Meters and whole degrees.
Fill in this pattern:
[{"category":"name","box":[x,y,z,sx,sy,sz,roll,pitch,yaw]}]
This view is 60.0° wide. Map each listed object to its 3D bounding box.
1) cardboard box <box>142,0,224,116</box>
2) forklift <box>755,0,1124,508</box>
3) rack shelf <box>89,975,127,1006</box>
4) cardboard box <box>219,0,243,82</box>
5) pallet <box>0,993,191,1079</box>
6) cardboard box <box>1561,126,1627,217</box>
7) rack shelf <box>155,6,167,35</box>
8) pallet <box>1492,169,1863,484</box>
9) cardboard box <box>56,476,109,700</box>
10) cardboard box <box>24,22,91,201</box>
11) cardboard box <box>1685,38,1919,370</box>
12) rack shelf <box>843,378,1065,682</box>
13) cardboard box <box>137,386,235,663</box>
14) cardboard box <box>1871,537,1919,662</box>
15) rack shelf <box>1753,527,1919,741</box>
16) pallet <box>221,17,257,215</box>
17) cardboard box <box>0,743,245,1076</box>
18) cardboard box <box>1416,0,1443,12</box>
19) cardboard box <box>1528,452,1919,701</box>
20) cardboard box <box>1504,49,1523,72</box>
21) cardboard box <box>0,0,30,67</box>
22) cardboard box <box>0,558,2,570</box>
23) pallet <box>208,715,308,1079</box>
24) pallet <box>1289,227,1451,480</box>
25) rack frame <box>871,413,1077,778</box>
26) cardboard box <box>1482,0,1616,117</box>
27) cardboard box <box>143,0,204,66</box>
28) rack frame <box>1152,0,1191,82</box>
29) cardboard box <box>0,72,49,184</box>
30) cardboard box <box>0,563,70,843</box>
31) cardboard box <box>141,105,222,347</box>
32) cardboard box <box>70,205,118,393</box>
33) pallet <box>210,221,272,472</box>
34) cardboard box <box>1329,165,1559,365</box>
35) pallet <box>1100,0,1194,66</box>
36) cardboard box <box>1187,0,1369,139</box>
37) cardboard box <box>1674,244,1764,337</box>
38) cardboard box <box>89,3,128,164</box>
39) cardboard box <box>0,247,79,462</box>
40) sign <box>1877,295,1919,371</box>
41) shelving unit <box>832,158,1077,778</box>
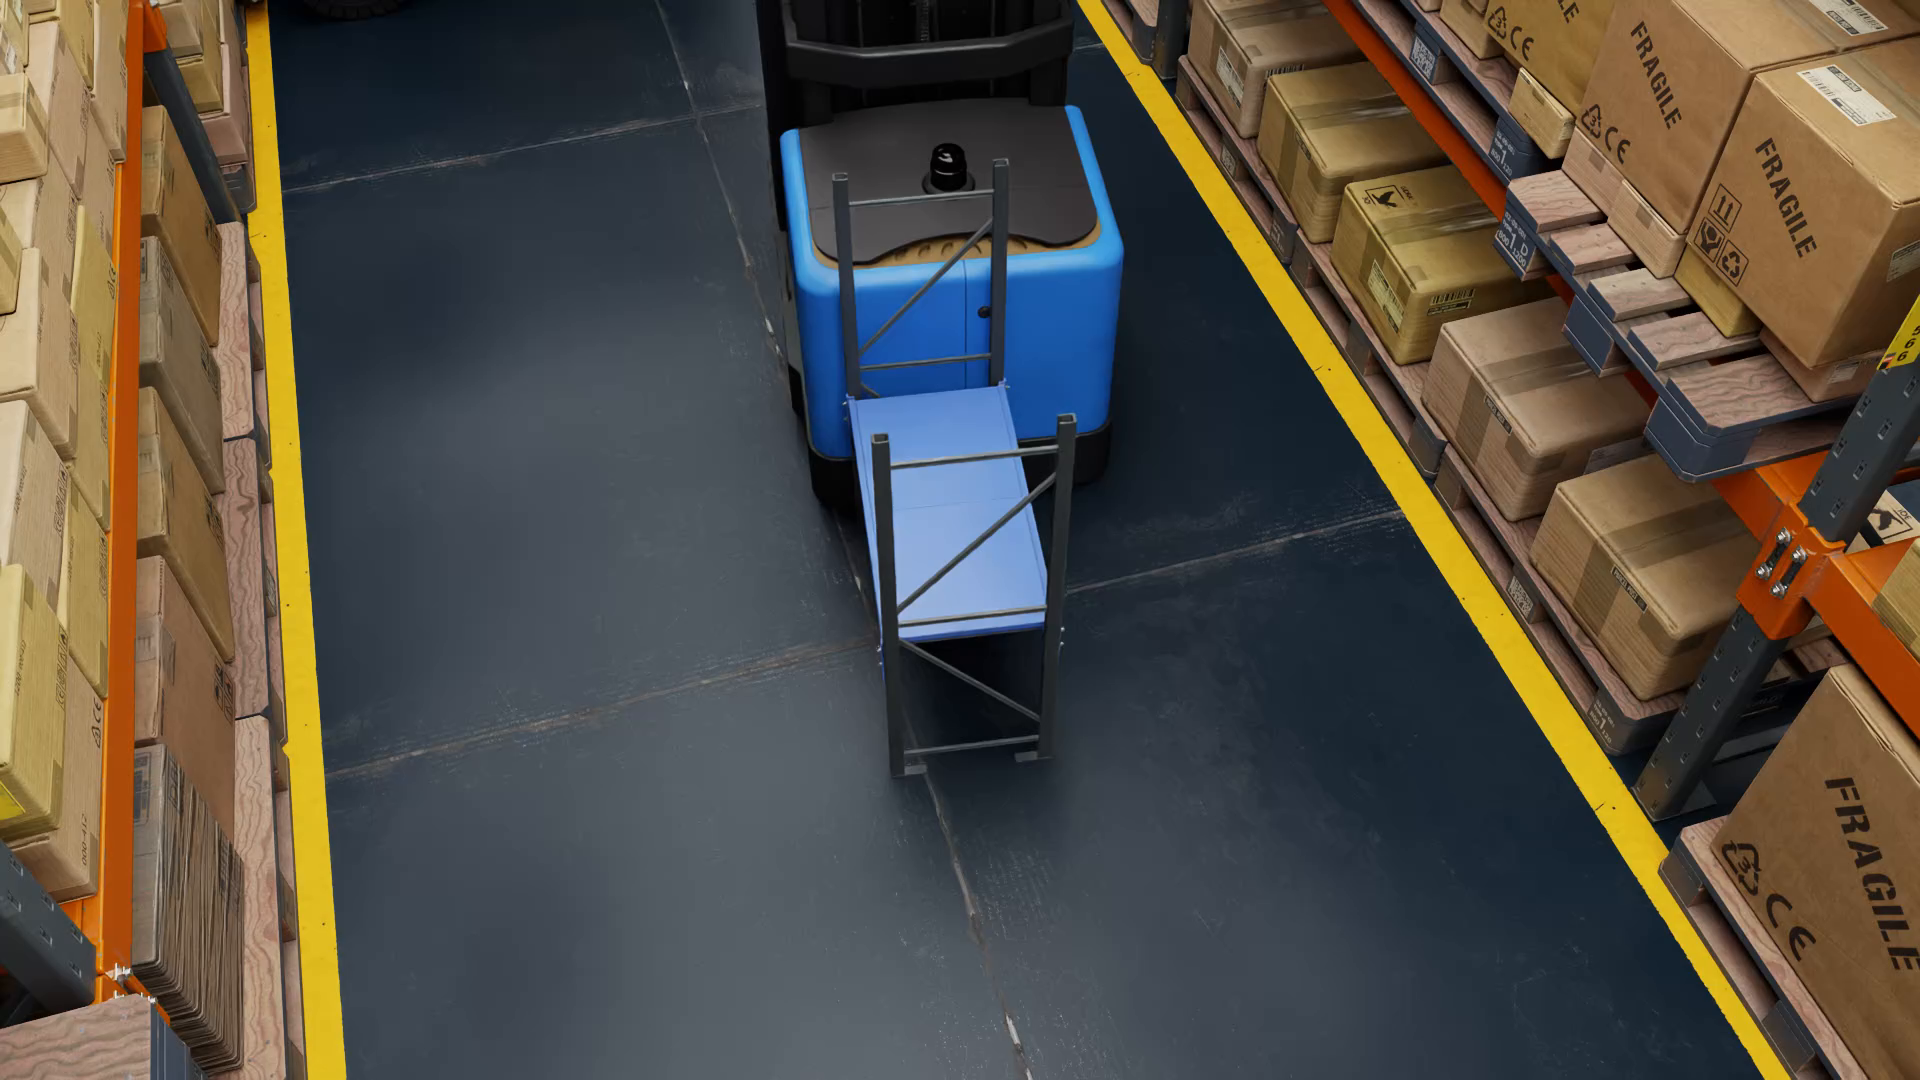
[{"category":"cardboard box","box":[-3.221,-1.896,6.583,0.500,0.250,0.500,-14,51,-11]},{"category":"forklift","box":[-0.194,-2.202,5.689,1.130,2.935,3.031,-6,50,-5]},{"category":"rack shelf","box":[-1.598,2.551,2.108,1.077,0.370,4.000,-13,51,-11]},{"category":"cardboard box","box":[-3.364,-2.107,7.088,0.500,0.250,0.500,-14,51,-12]},{"category":"pallet","box":[-1.922,1.400,2.733,1.213,0.211,1.003,-13,51,-11]},{"category":"cardboard box","box":[1.897,-1.046,4.559,0.380,0.149,0.250,-16,52,-13]},{"category":"rack shelf","box":[-3.964,-3.292,7.033,1.077,0.370,4.000,-13,51,-11]},{"category":"pallet","box":[2.238,-0.701,4.504,1.213,0.211,1.003,-13,51,-11]},{"category":"cardboard box","box":[-2.231,0.159,3.752,0.500,0.250,0.500,-14,51,-12]},{"category":"cardboard box","box":[-2.678,-1.126,4.508,0.500,0.250,0.500,-12,51,-10]},{"category":"cardboard box","box":[2.151,-0.799,3.927,0.500,0.500,0.500,-15,51,-12]},{"category":"rack shelf","box":[-0.038,-0.056,5.051,0.538,0.185,1.000,-6,50,-5]},{"category":"cardboard box","box":[-2.761,0.063,5.013,0.875,0.625,0.625,-15,52,-12]},{"category":"cardboard box","box":[2.455,0.196,3.721,0.500,0.250,0.500,-14,51,-12]},{"category":"rack shelf","box":[3.142,1.426,3.056,1.077,0.370,4.000,-13,51,-11]},{"category":"pallet","box":[-3.568,-1.754,7.091,1.003,0.211,1.213,-13,51,-11]},{"category":"cardboard box","box":[-2.361,1.030,4.198,0.875,0.625,0.625,-12,51,-10]},{"category":"cardboard box","box":[1.589,-1.809,5.203,0.380,0.149,0.250,-12,51,-10]},{"category":"cardboard box","box":[2.393,0.030,5.206,0.950,0.372,0.625,-16,52,-13]},{"category":"cardboard box","box":[1.848,-1.456,4.905,0.380,0.149,0.250,-13,51,-11]},{"category":"cardboard box","box":[-2.722,-1.362,4.447,0.380,0.149,0.250,-14,51,-12]},{"category":"cardboard box","box":[-2.083,0.123,3.194,0.380,0.149,0.250,-12,51,-10]},{"category":"pallet","box":[-2.396,1.147,4.645,1.003,0.211,1.213,-13,51,-11]},{"category":"pallet","box":[1.964,-0.828,6.310,1.003,0.211,1.213,-13,51,-11]},{"category":"rack frame","box":[0.034,0.213,4.589,0.500,1.500,0.032,-6,50,-5]},{"category":"cardboard box","box":[1.837,-1.542,4.554,0.500,0.500,0.500,-16,52,-13]},{"category":"cardboard box","box":[-3.216,-2.058,6.393,0.500,0.250,0.500,-14,51,-12]},{"category":"rack frame","box":[1.368,-3.188,6.475,1.000,3.000,0.127,-13,51,-11]},{"category":"cardboard box","box":[-2.501,-1.002,4.143,0.380,0.149,0.250,-15,51,-12]},{"category":"cardboard box","box":[-2.064,0.361,3.255,0.500,0.250,0.500,-13,51,-11]},{"category":"cardboard box","box":[-3.208,-1.054,5.955,0.875,0.625,0.625,-11,51,-9]},{"category":"cardboard box","box":[-2.542,-0.595,4.387,0.500,0.250,0.500,-12,51,-10]},{"category":"pallet","box":[-3.117,-0.635,6.147,1.003,0.211,1.213,-13,51,-11]},{"category":"cardboard box","box":[1.949,-1.062,6.127,0.950,0.372,0.625,-12,51,-10]},{"category":"pallet","box":[1.136,-2.771,7.948,1.003,0.211,1.213,-13,51,-11]},{"category":"cardboard box","box":[1.526,-2.094,6.997,0.950,0.372,0.625,-13,51,-11]},{"category":"cardboard box","box":[2.081,-0.686,4.256,0.380,0.149,0.250,-13,51,-10]},{"category":"cardboard box","box":[-2.820,-1.339,5.015,0.500,0.250,0.500,-14,51,-11]},{"category":"cardboard box","box":[-2.372,-0.386,3.884,0.500,0.250,0.500,-14,51,-12]},{"category":"sign","box":[2.035,-0.484,3.491,0.100,0.325,0.005,-13,51,-11]},{"category":"shelving unit","box":[-0.038,-0.172,4.914,0.538,1.500,1.048,-6,50,-5]}]
